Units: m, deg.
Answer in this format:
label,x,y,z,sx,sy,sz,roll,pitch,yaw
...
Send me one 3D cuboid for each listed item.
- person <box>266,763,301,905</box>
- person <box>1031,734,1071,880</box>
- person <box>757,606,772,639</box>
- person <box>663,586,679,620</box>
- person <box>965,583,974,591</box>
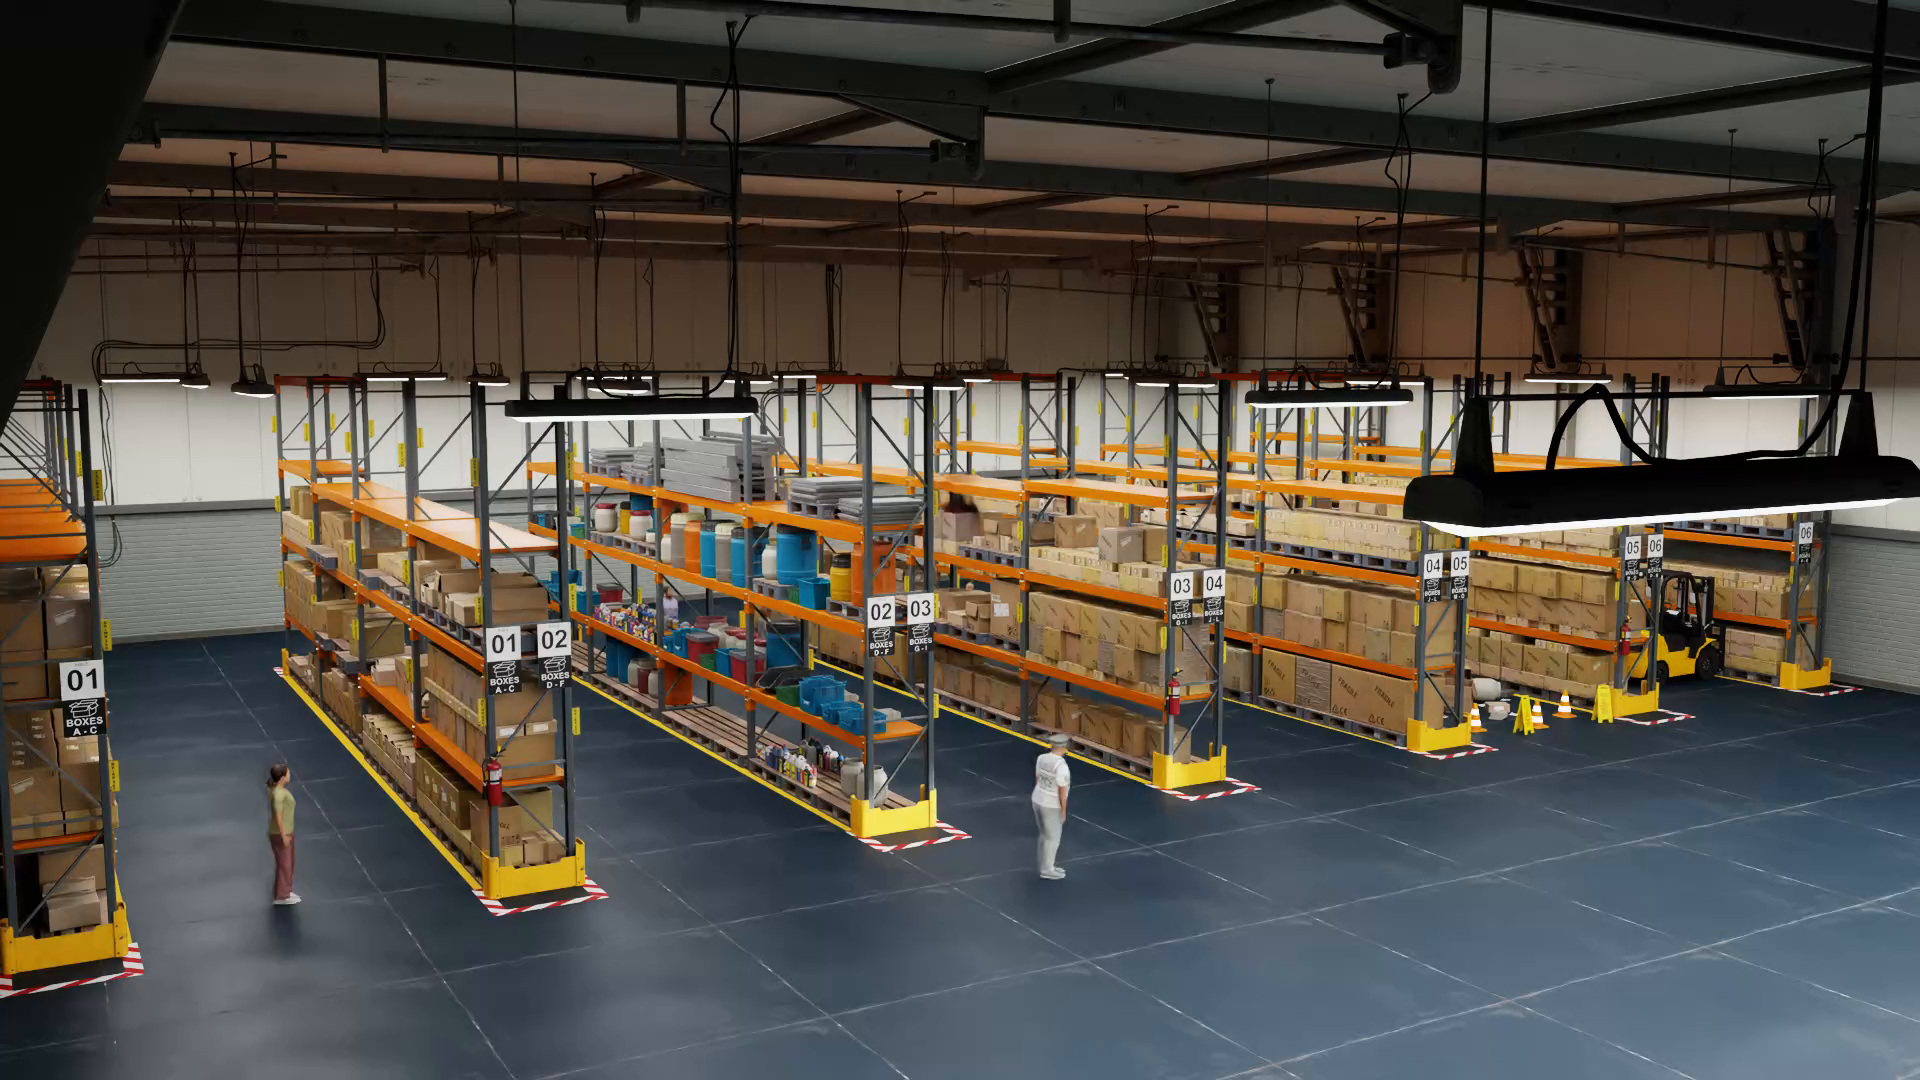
label,x,y,z,sx,sy,sz,roll,pitch,yaw
person,-7.867,3.418,19.319,0.360,1.702,0.555,-1,6,-10
person,1.118,3.254,20.282,0.431,1.757,0.566,-4,7,-31
person,-3.704,2.058,31.872,0.371,1.562,0.484,-4,7,-33
person,-6.056,1.752,34.581,0.479,1.591,0.956,-3,7,-28
person,0.179,1.735,34.090,0.640,1.705,0.936,-3,7,-27
